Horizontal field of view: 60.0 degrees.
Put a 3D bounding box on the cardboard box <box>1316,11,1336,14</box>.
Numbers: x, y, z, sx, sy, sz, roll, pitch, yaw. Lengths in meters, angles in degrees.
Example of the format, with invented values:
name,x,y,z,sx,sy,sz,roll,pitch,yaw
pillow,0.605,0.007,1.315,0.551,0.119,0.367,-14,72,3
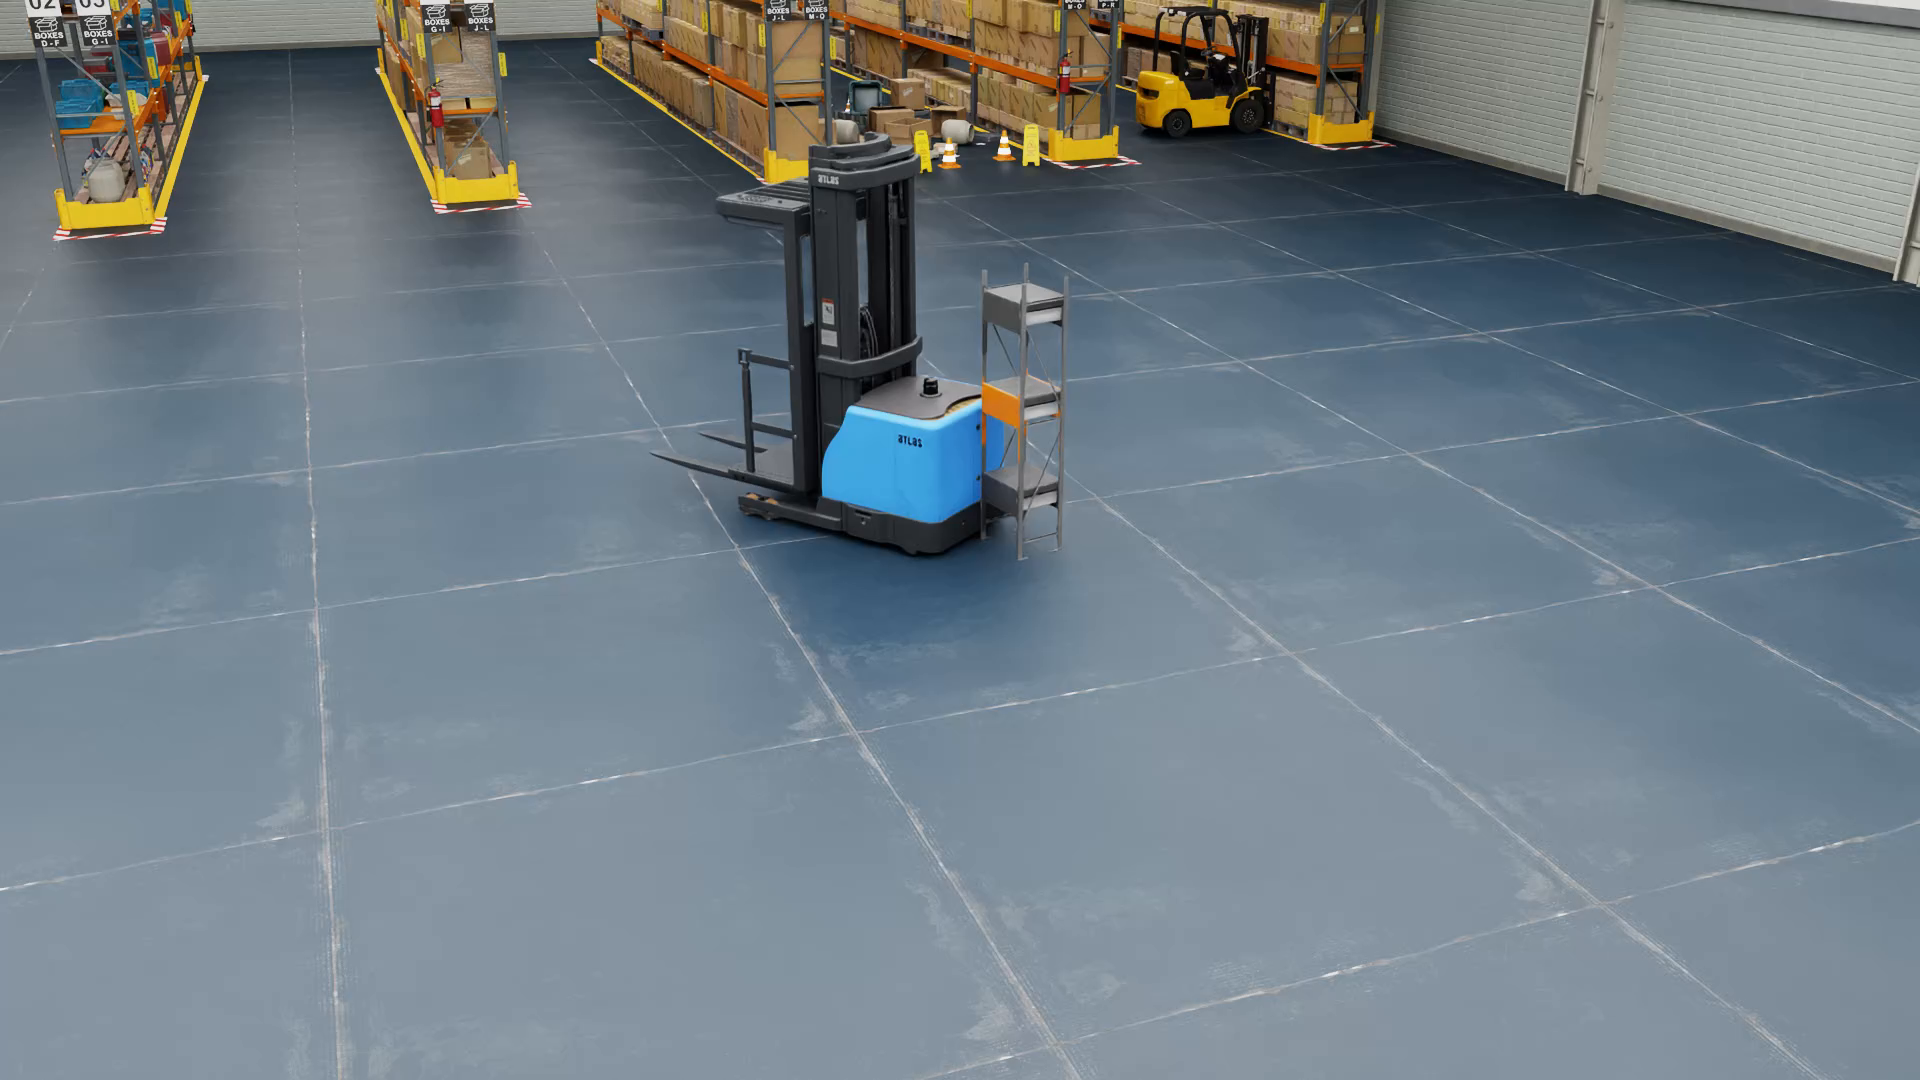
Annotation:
name,x,y,z,sx,sy,sz,roll,pitch,yaw
cardboard box,6.587,-9.407,29.861,0.380,0.149,0.250,-8,24,-19

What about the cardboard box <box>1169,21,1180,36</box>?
name,x,y,z,sx,sy,sz,roll,pitch,yaw
cardboard box,4.581,-10.386,33.723,0.500,0.250,0.500,-8,24,-19

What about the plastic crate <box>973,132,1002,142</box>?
name,x,y,z,sx,sy,sz,roll,pitch,yaw
plastic crate,0.479,-7.231,29.803,0.402,0.080,0.583,-18,29,-37

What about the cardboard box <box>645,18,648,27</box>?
name,x,y,z,sx,sy,sz,roll,pitch,yaw
cardboard box,-6.099,-10.375,33.285,0.380,0.149,0.250,-8,24,-18

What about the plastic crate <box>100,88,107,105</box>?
name,x,y,z,sx,sy,sz,roll,pitch,yaw
plastic crate,-12.998,-6.590,24.797,0.450,0.188,0.662,-8,24,-19

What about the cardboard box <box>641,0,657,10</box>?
name,x,y,z,sx,sy,sz,roll,pitch,yaw
cardboard box,-6.196,-10.747,33.403,0.380,0.149,0.250,-8,24,-17

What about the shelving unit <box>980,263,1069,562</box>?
name,x,y,z,sx,sy,sz,roll,pitch,yaw
shelving unit,0.464,-0.929,12.251,0.431,2.100,0.503,-14,27,-30

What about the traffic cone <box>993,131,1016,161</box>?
name,x,y,z,sx,sy,sz,roll,pitch,yaw
traffic cone,0.745,-6.616,27.851,0.336,0.463,0.334,-8,24,-19

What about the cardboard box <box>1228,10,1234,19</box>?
name,x,y,z,sx,sy,sz,roll,pitch,yaw
cardboard box,5.293,-10.041,31.747,0.380,0.149,0.250,-8,24,-18

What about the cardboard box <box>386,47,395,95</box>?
name,x,y,z,sx,sy,sz,roll,pitch,yaw
cardboard box,-10.845,-9.466,33.543,1.225,0.875,0.875,-9,25,-21

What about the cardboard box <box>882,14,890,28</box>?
name,x,y,z,sx,sy,sz,roll,pitch,yaw
cardboard box,-1.339,-10.975,35.120,0.500,0.250,0.500,-8,24,-18

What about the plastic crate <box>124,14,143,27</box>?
name,x,y,z,sx,sy,sz,roll,pitch,yaw
plastic crate,-16.524,-10.270,33.197,0.392,0.384,0.575,-8,24,-19

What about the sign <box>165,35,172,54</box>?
name,x,y,z,sx,sy,sz,roll,pitch,yaw
sign,-14.114,-8.827,29.620,0.100,0.325,0.005,-8,24,-19

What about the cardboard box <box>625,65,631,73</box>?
name,x,y,z,sx,sy,sz,roll,pitch,yaw
cardboard box,-7.187,-10.426,36.754,0.380,0.149,0.250,-8,24,-18

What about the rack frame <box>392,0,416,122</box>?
name,x,y,z,sx,sy,sz,roll,pitch,yaw
rack frame,-9.993,-9.353,31.079,1.000,3.000,0.127,-8,24,-19

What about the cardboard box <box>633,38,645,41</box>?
name,x,y,z,sx,sy,sz,roll,pitch,yaw
cardboard box,-7.442,-11.621,38.824,0.380,0.149,0.250,-9,25,-21

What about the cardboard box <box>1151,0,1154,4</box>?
name,x,y,z,sx,sy,sz,roll,pitch,yaw
cardboard box,4.189,-11.217,34.537,0.380,0.149,0.250,-8,24,-18

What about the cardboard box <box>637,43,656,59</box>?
name,x,y,z,sx,sy,sz,roll,pitch,yaw
cardboard box,-6.526,-10.339,35.131,0.500,0.250,0.500,-8,24,-18

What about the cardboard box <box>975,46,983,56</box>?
name,x,y,z,sx,sy,sz,roll,pitch,yaw
cardboard box,0.502,-8.985,30.529,0.380,0.149,0.250,-8,24,-19

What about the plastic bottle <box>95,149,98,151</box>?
name,x,y,z,sx,sy,sz,roll,pitch,yaw
plastic bottle,-13.511,-5.989,26.045,0.097,0.271,0.097,0,23,0

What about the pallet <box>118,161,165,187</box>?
name,x,y,z,sx,sy,sz,roll,pitch,yaw
pallet,-13.015,-5.685,25.967,1.003,0.211,1.213,-8,24,-19

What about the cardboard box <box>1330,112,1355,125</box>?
name,x,y,z,sx,sy,sz,roll,pitch,yaw
cardboard box,6.756,-7.620,29.967,0.500,0.250,0.500,-8,24,-19

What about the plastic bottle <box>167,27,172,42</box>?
name,x,y,z,sx,sy,sz,roll,pitch,yaw
plastic bottle,-15.474,-9.896,32.518,0.061,0.283,0.133,-8,24,-19

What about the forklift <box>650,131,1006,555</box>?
name,x,y,z,sx,sy,sz,roll,pitch,yaw
forklift,-1.153,-1.663,12.921,3.031,2.935,1.130,14,27,30

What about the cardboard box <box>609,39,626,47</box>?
name,x,y,z,sx,sy,sz,roll,pitch,yaw
cardboard box,-7.932,-11.549,38.653,0.380,0.149,0.250,-10,25,-22

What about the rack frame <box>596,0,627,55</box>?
name,x,y,z,sx,sy,sz,roll,pitch,yaw
rack frame,-8.143,-12.904,39.503,1.000,3.000,0.127,-8,24,-19

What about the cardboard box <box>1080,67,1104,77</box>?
name,x,y,z,sx,sy,sz,roll,pitch,yaw
cardboard box,2.178,-7.842,27.817,0.380,0.149,0.250,-8,24,-19

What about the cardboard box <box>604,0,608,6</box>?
name,x,y,z,sx,sy,sz,roll,pitch,yaw
cardboard box,-7.869,-12.515,38.069,0.500,0.500,0.500,-8,24,-18

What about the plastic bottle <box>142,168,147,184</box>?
name,x,y,z,sx,sy,sz,roll,pitch,yaw
plastic bottle,-12.149,-5.414,24.678,0.097,0.271,0.097,0,23,0

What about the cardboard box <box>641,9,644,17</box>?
name,x,y,z,sx,sy,sz,roll,pitch,yaw
cardboard box,-6.197,-10.612,33.465,0.380,0.149,0.250,-8,24,-19

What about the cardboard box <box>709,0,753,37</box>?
name,x,y,z,sx,sy,sz,roll,pitch,yaw
cardboard box,-3.806,-8.971,28.590,0.875,0.550,0.550,-8,24,-19

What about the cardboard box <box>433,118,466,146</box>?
name,x,y,z,sx,sy,sz,roll,pitch,yaw
cardboard box,-8.476,-6.790,27.676,0.500,0.500,0.500,-9,25,-21

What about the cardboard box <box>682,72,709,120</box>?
name,x,y,z,sx,sy,sz,roll,pitch,yaw
cardboard box,-4.545,-8.264,30.852,1.050,0.750,0.750,-8,24,-19

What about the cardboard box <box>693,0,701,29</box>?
name,x,y,z,sx,sy,sz,roll,pitch,yaw
cardboard box,-4.447,-9.600,30.249,0.700,0.500,0.500,-8,24,-19

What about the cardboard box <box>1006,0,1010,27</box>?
name,x,y,z,sx,sy,sz,roll,pitch,yaw
cardboard box,1.225,-9.162,28.826,0.700,0.500,0.500,-9,24,-19

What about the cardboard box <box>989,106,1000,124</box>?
name,x,y,z,sx,sy,sz,roll,pitch,yaw
cardboard box,0.846,-7.742,30.256,0.500,0.250,0.500,-7,24,-16

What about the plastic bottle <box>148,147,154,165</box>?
name,x,y,z,sx,sy,sz,roll,pitch,yaw
plastic bottle,-12.735,-6.041,26.153,0.061,0.283,0.133,-7,24,-16

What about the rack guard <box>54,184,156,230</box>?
name,x,y,z,sx,sy,sz,roll,pitch,yaw
rack guard,-11.871,-4.636,23.105,1.175,0.500,0.348,-8,24,-19

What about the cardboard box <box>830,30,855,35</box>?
name,x,y,z,sx,sy,sz,roll,pitch,yaw
cardboard box,-2.890,-12.075,40.295,0.875,0.438,0.875,-8,24,-18

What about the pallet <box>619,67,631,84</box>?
name,x,y,z,sx,sy,sz,roll,pitch,yaw
pallet,-7.000,-10.404,37.163,1.003,0.211,1.213,-8,24,-19

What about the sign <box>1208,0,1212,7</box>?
name,x,y,z,sx,sy,sz,roll,pitch,yaw
sign,4.829,-10.361,32.081,0.100,0.325,0.005,-8,24,-19

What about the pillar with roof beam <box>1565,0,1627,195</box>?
name,x,y,z,sx,sy,sz,roll,pitch,yaw
pillar with roof beam,5.436,-8.859,22.182,9.100,9.000,0.400,-8,24,-19

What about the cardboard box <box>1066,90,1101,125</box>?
name,x,y,z,sx,sy,sz,roll,pitch,yaw
cardboard box,2.069,-7.417,28.520,0.500,0.500,0.500,-9,25,-21

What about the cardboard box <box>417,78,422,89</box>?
name,x,y,z,sx,sy,sz,roll,pitch,yaw
cardboard box,-8.448,-7.299,26.528,0.380,0.149,0.250,-8,24,-19

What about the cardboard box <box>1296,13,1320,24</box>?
name,x,y,z,sx,sy,sz,roll,pitch,yaw
cardboard box,6.189,-9.248,29.483,0.380,0.149,0.250,-8,24,-18

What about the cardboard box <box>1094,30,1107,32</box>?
name,x,y,z,sx,sy,sz,roll,pitch,yaw
cardboard box,3.261,-11.716,38.528,0.380,0.149,0.250,-8,24,-18

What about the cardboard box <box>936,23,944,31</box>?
name,x,y,z,sx,sy,sz,roll,pitch,yaw
cardboard box,-0.255,-10.053,32.522,0.380,0.149,0.250,-8,24,-17

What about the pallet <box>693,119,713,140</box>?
name,x,y,z,sx,sy,sz,roll,pitch,yaw
pallet,-4.247,-7.528,30.340,1.003,0.211,1.213,-8,24,-19

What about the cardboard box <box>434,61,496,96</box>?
name,x,y,z,sx,sy,sz,roll,pitch,yaw
cardboard box,-7.335,-6.833,24.588,0.875,0.500,0.500,-8,24,-19

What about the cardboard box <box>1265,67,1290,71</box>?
name,x,y,z,sx,sy,sz,roll,pitch,yaw
cardboard box,6.047,-8.809,31.500,0.500,0.250,0.500,-8,24,-19
